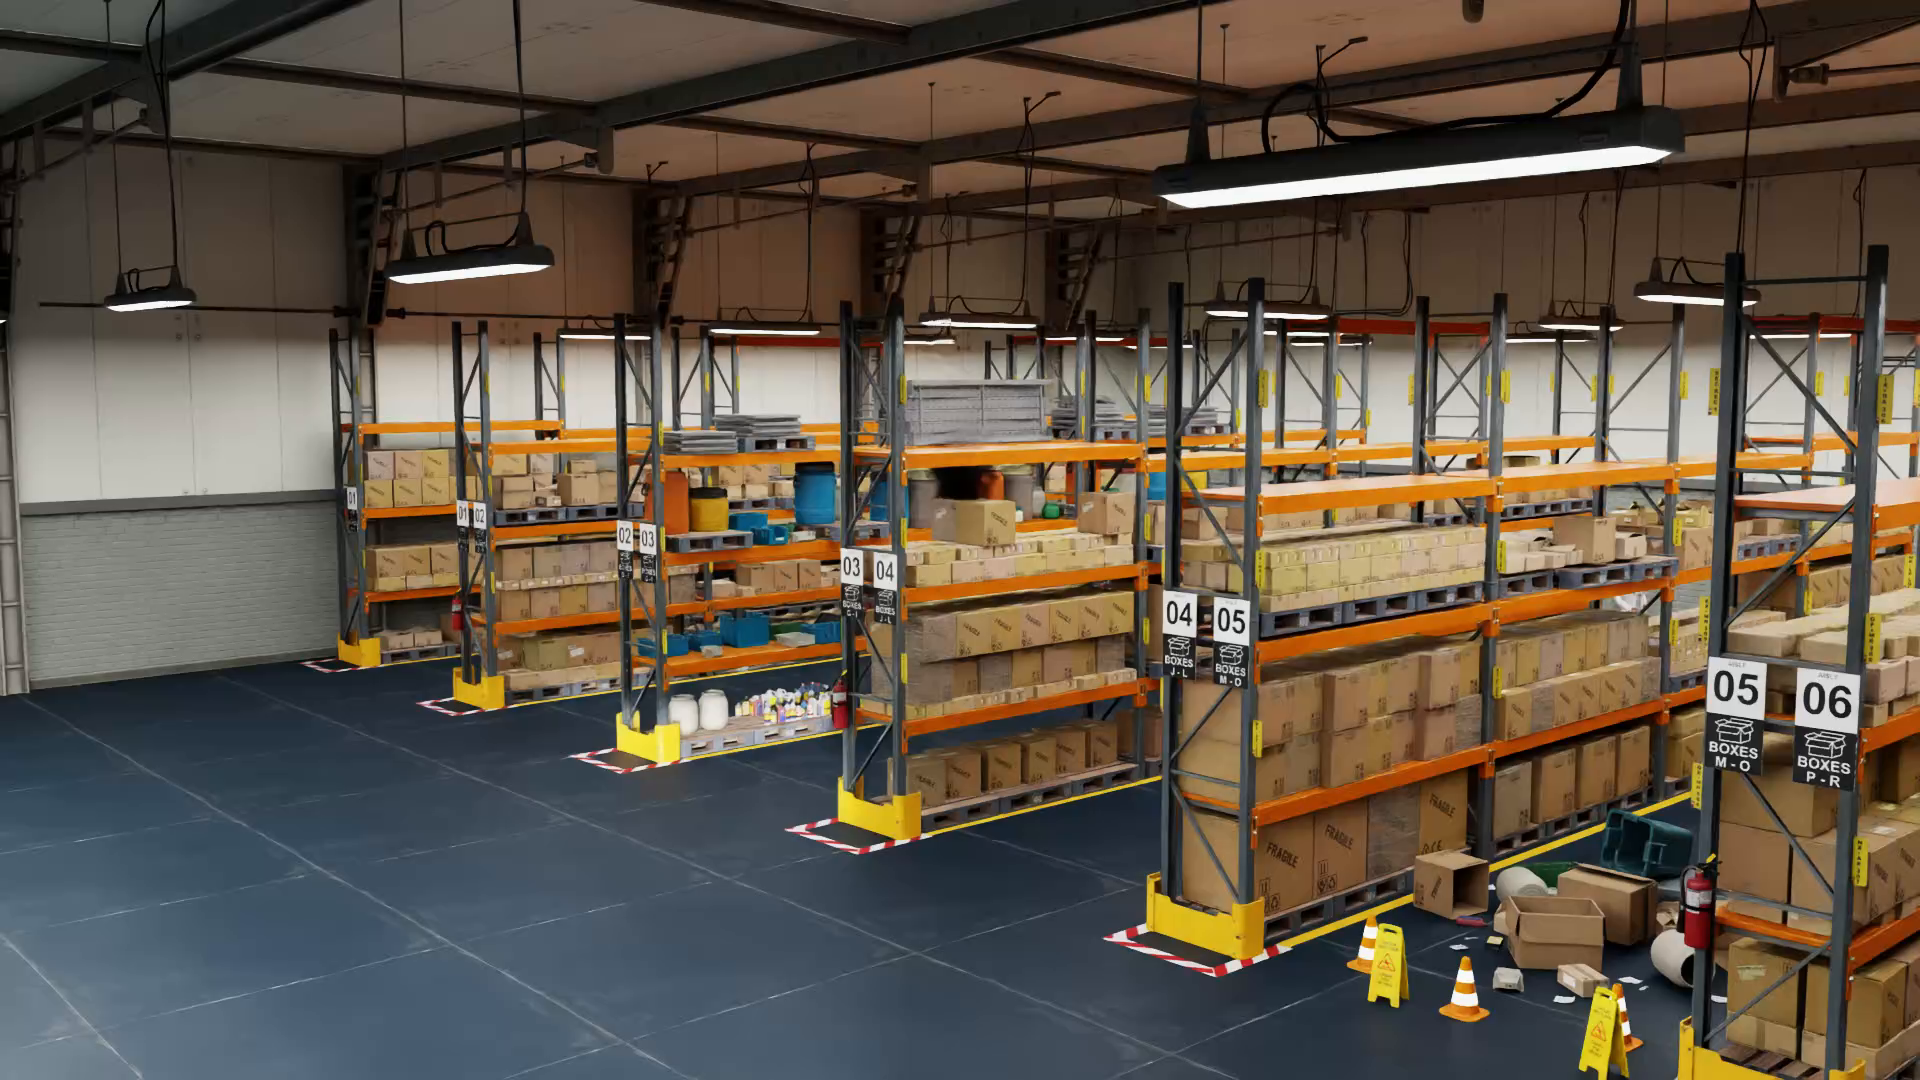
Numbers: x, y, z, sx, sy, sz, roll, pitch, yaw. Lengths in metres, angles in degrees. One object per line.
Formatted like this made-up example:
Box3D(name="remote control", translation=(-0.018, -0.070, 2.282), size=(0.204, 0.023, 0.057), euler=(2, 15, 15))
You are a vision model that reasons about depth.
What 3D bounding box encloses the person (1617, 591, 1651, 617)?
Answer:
Box3D(name="person", translation=(11.987, 1.378, 29.569), size=(0.718, 1.808, 0.736), euler=(-2, 6, -16))
